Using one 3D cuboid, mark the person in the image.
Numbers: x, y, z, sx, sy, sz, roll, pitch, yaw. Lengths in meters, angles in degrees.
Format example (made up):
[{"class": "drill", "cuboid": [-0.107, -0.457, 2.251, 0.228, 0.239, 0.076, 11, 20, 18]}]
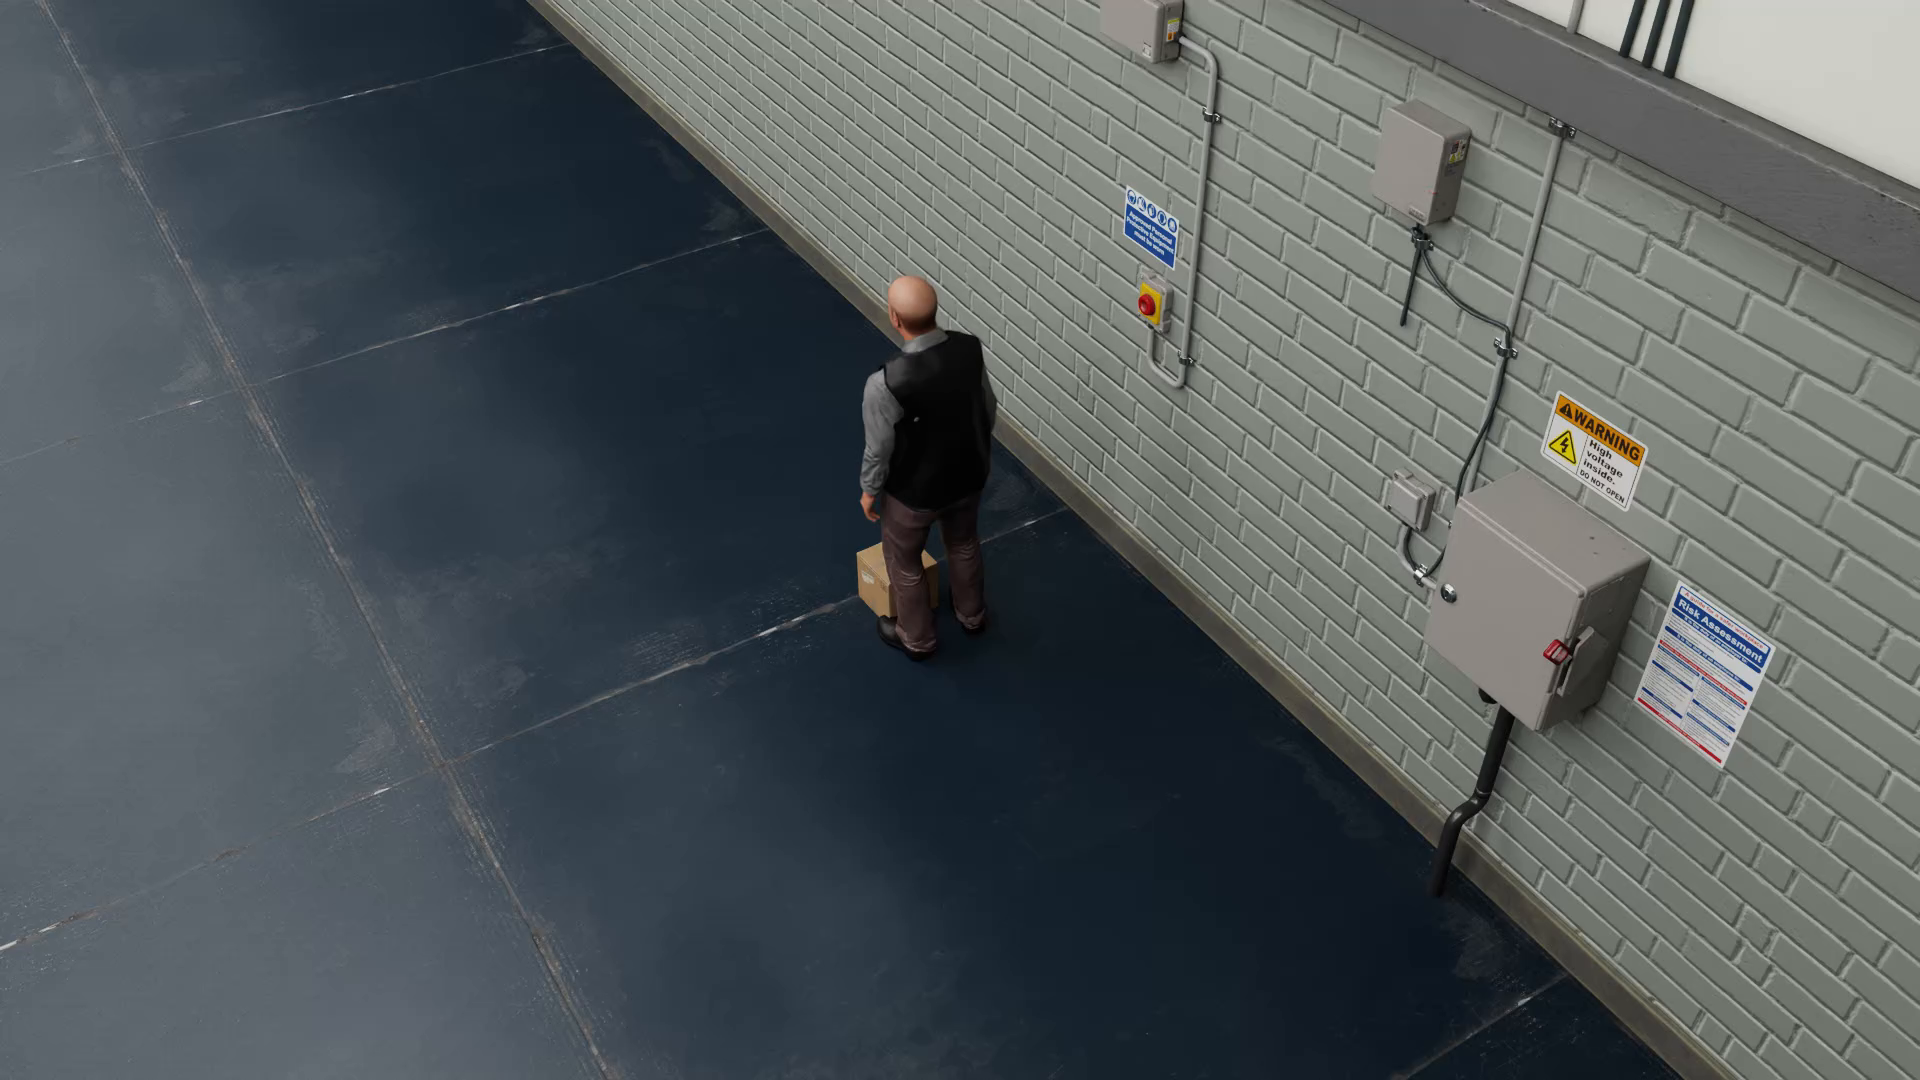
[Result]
[{"class": "person", "cuboid": [-0.111, -0.238, 6.454, 0.588, 1.721, 0.411, -24, 46, -25]}]
